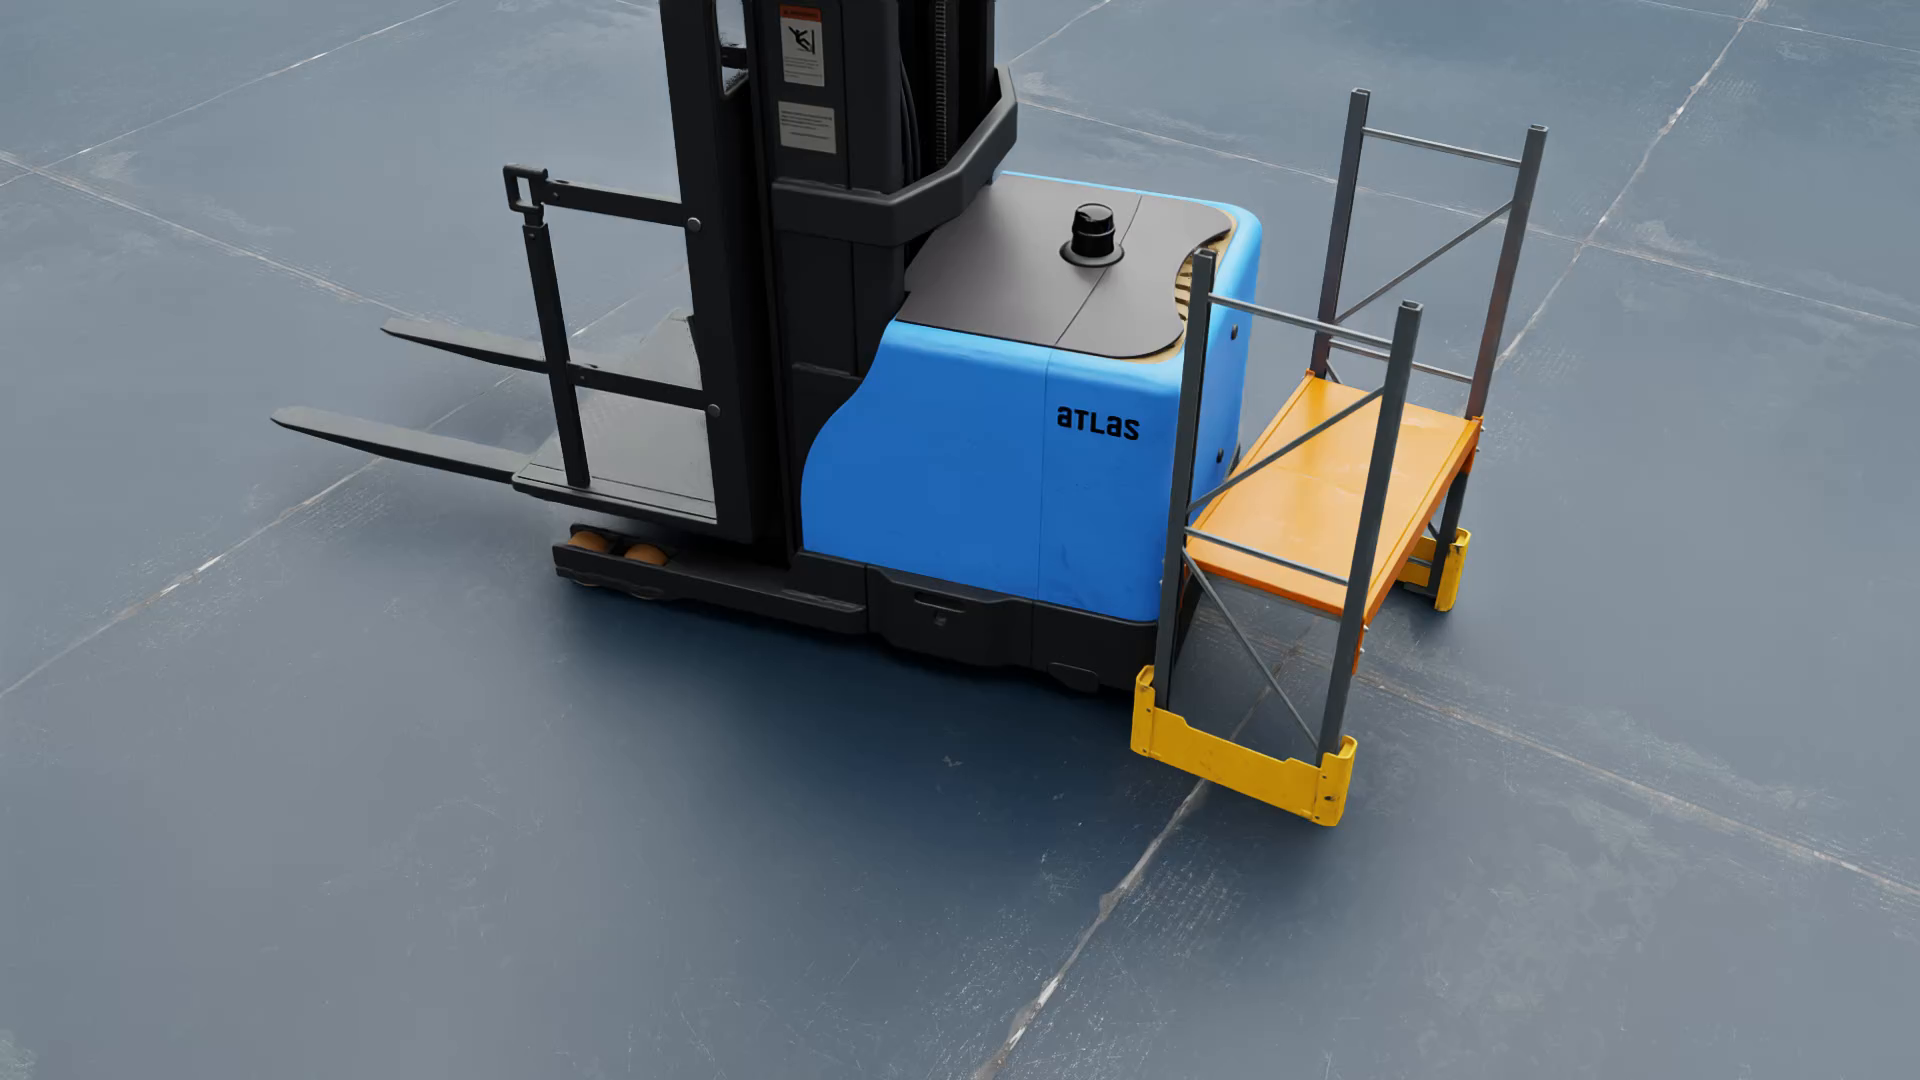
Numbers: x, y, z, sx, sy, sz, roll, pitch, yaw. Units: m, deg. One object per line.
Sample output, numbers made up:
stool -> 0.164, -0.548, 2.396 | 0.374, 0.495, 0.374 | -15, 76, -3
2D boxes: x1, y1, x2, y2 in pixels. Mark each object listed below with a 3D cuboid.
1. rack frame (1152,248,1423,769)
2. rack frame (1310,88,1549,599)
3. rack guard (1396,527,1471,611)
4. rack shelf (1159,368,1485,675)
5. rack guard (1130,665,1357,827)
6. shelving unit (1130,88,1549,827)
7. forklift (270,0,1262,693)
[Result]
rack frame -> 0.730, 0.042, 3.967 | 0.500, 1.500, 0.032 | 19, 42, 23
rack frame -> 1.235, -0.497, 4.666 | 0.500, 1.500, 0.032 | 19, 42, 23
rack guard -> 1.226, 0.008, 5.034 | 0.587, 0.250, 0.087 | 19, 42, 23
rack shelf -> 0.983, -0.085, 4.427 | 0.538, 0.185, 1.000 | 19, 42, 23
rack guard -> 0.730, 0.536, 4.350 | 0.587, 0.250, 0.087 | 19, 42, 23
shelving unit -> 0.978, -0.223, 4.311 | 0.587, 1.500, 1.083 | 19, 42, 23
forklift -> -0.704, -1.272, 4.500 | 3.031, 2.935, 1.130 | 12, 39, 15
